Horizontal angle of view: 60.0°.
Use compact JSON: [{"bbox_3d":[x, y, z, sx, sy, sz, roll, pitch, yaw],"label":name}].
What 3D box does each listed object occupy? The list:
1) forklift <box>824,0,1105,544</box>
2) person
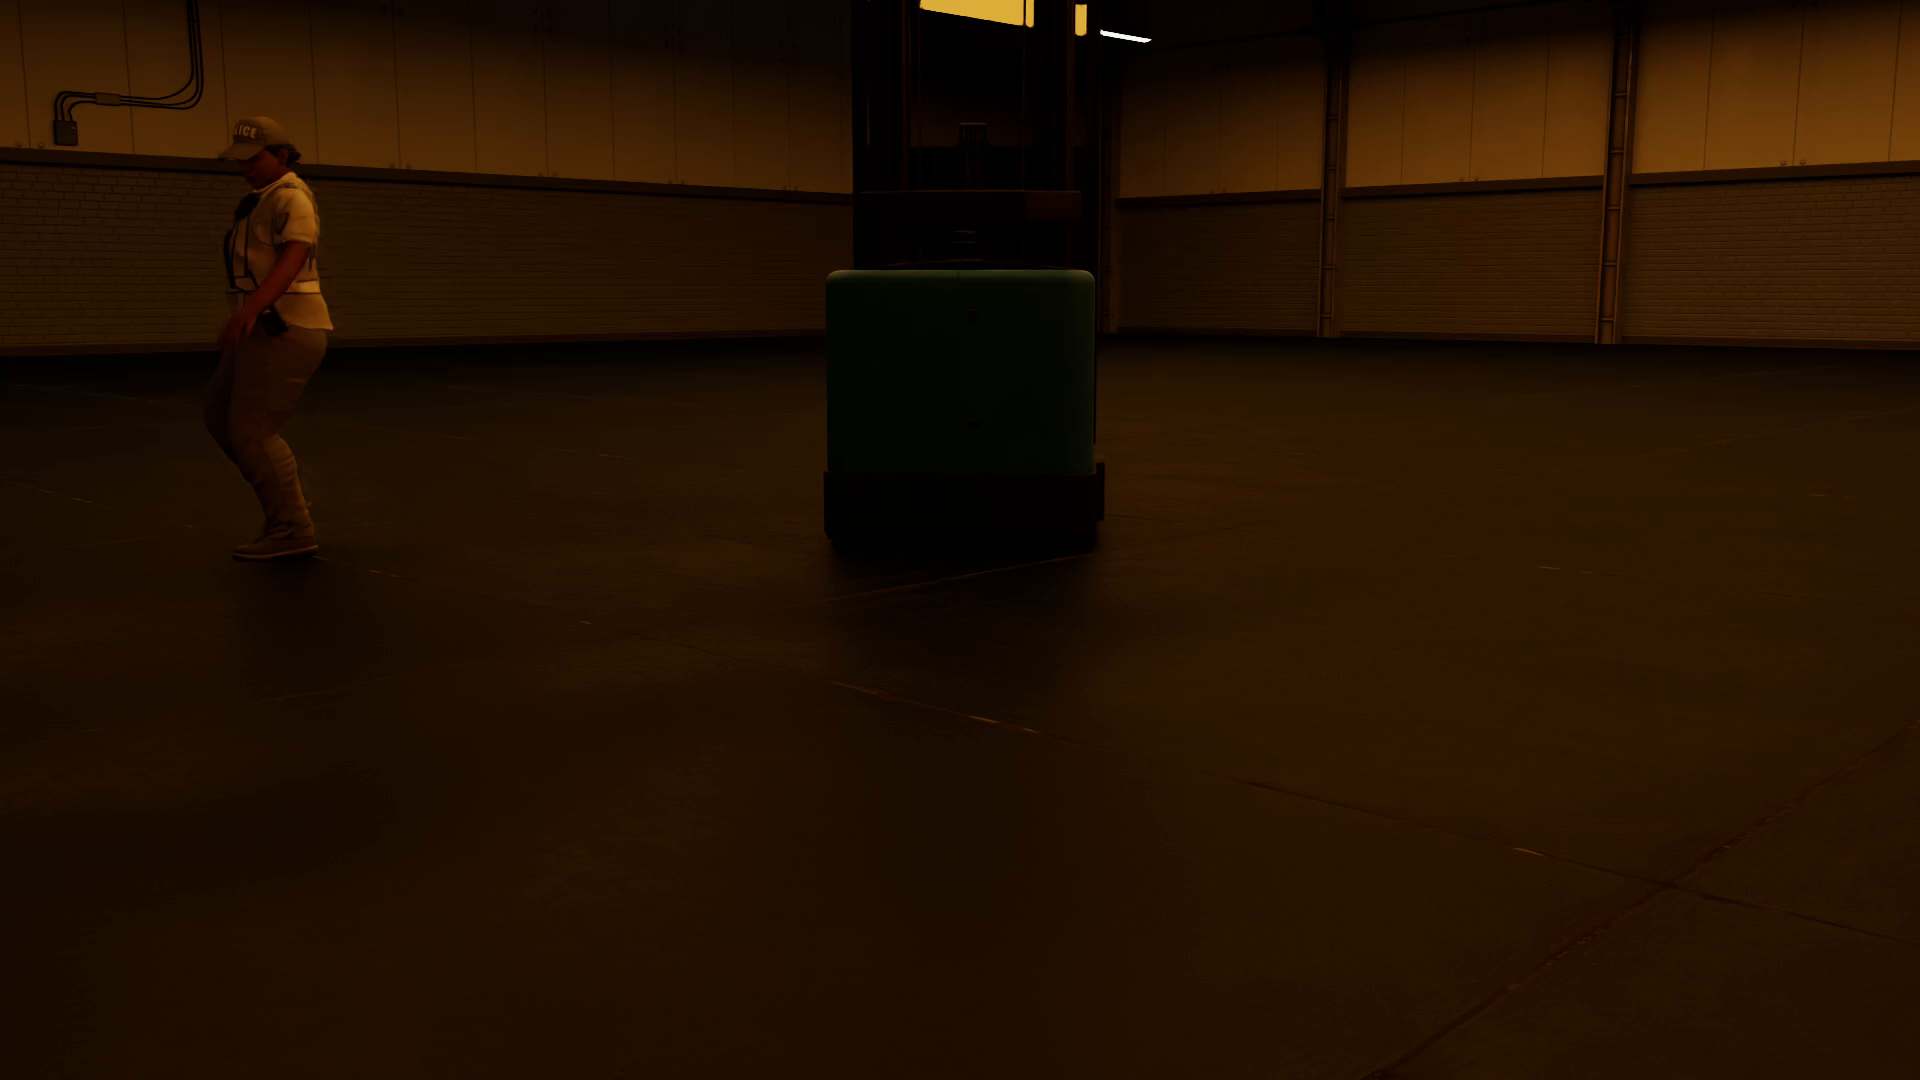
[{"bbox_3d":[0.086,-1.615,7.600,1.130,2.935,3.031,1,9,3],"label":"forklift"},{"bbox_3d":[-2.595,-0.734,6.209,0.487,1.660,0.752,-3,9,-21],"label":"person"}]
